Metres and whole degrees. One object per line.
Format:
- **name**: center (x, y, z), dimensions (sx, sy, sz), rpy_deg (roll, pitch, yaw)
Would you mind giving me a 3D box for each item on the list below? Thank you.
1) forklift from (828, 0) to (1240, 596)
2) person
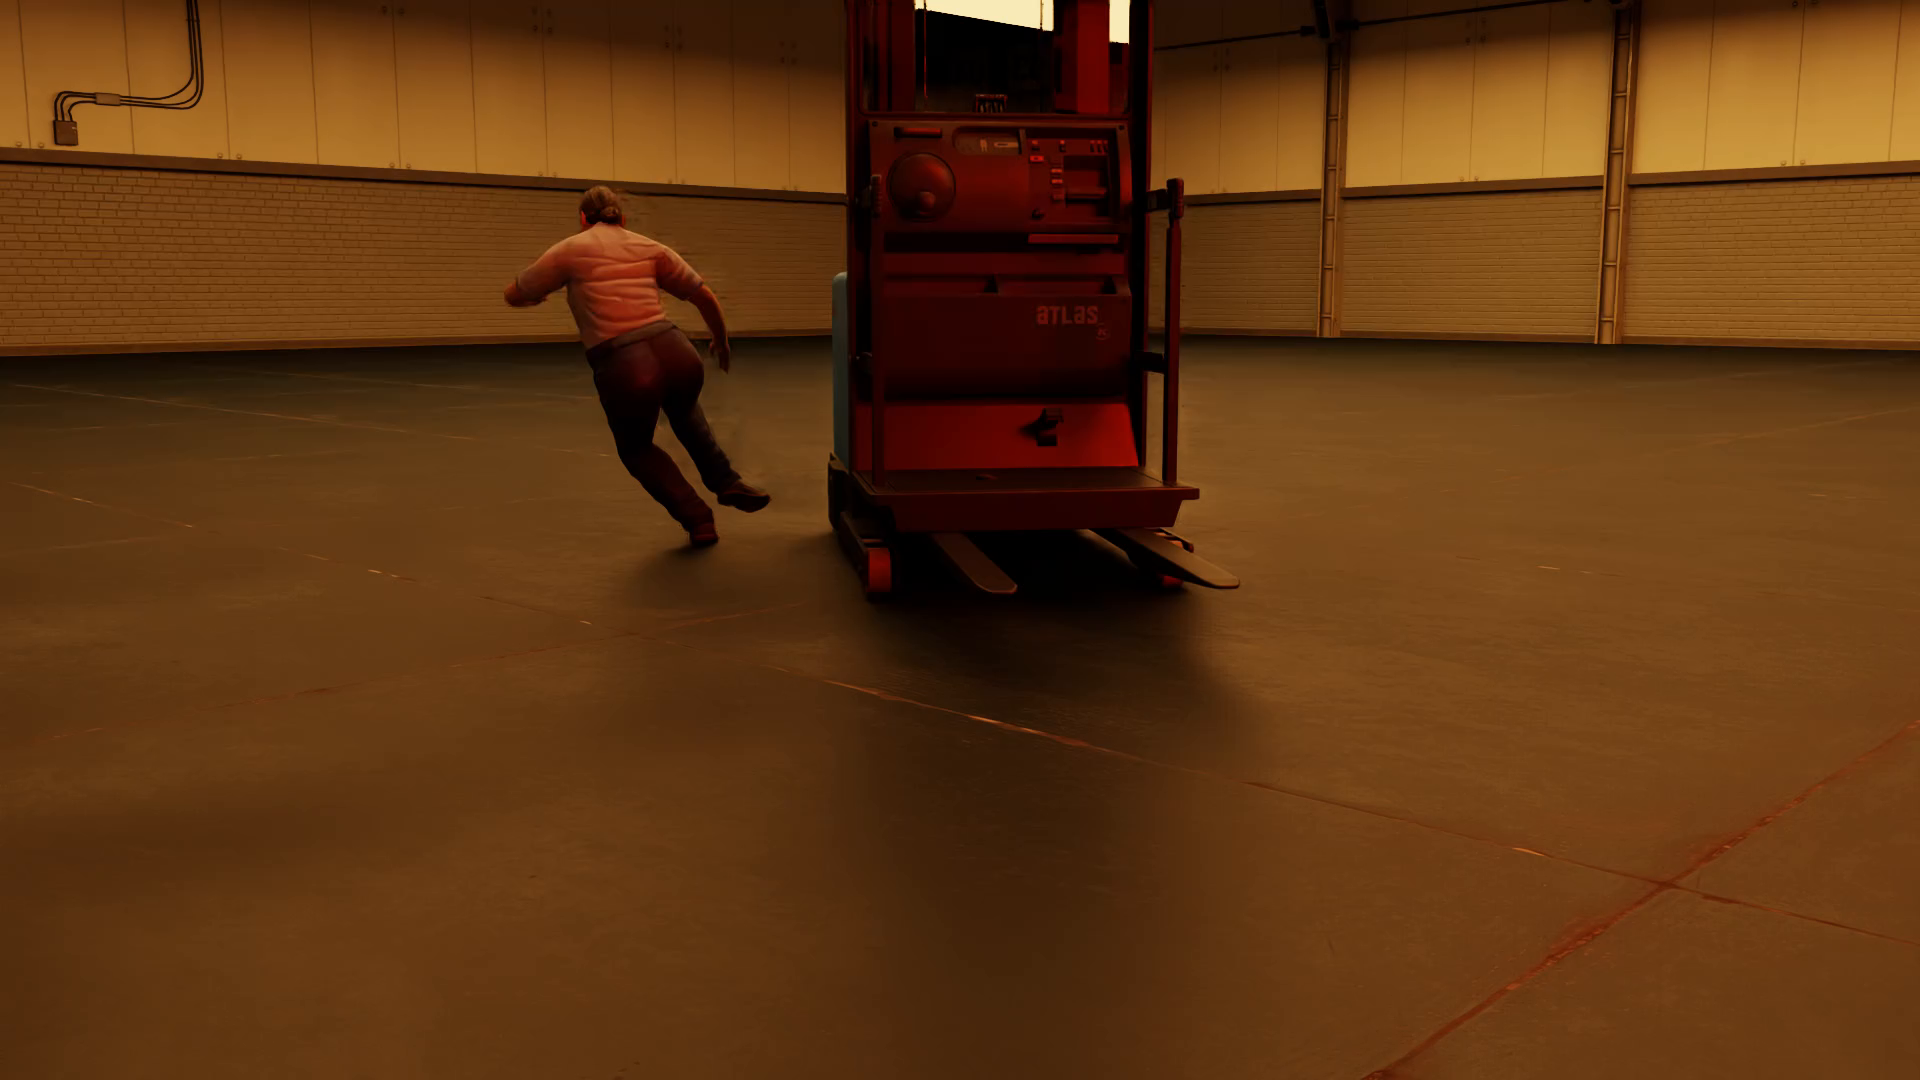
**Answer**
- **forklift**: center (0.179, -1.322, 5.651), dimensions (1.130, 2.935, 3.031), rpy_deg (-1, 9, -9)
- **person**: center (-1.264, -0.688, 6.643), dimensions (1.016, 1.423, 0.880), rpy_deg (-6, 10, -34)
